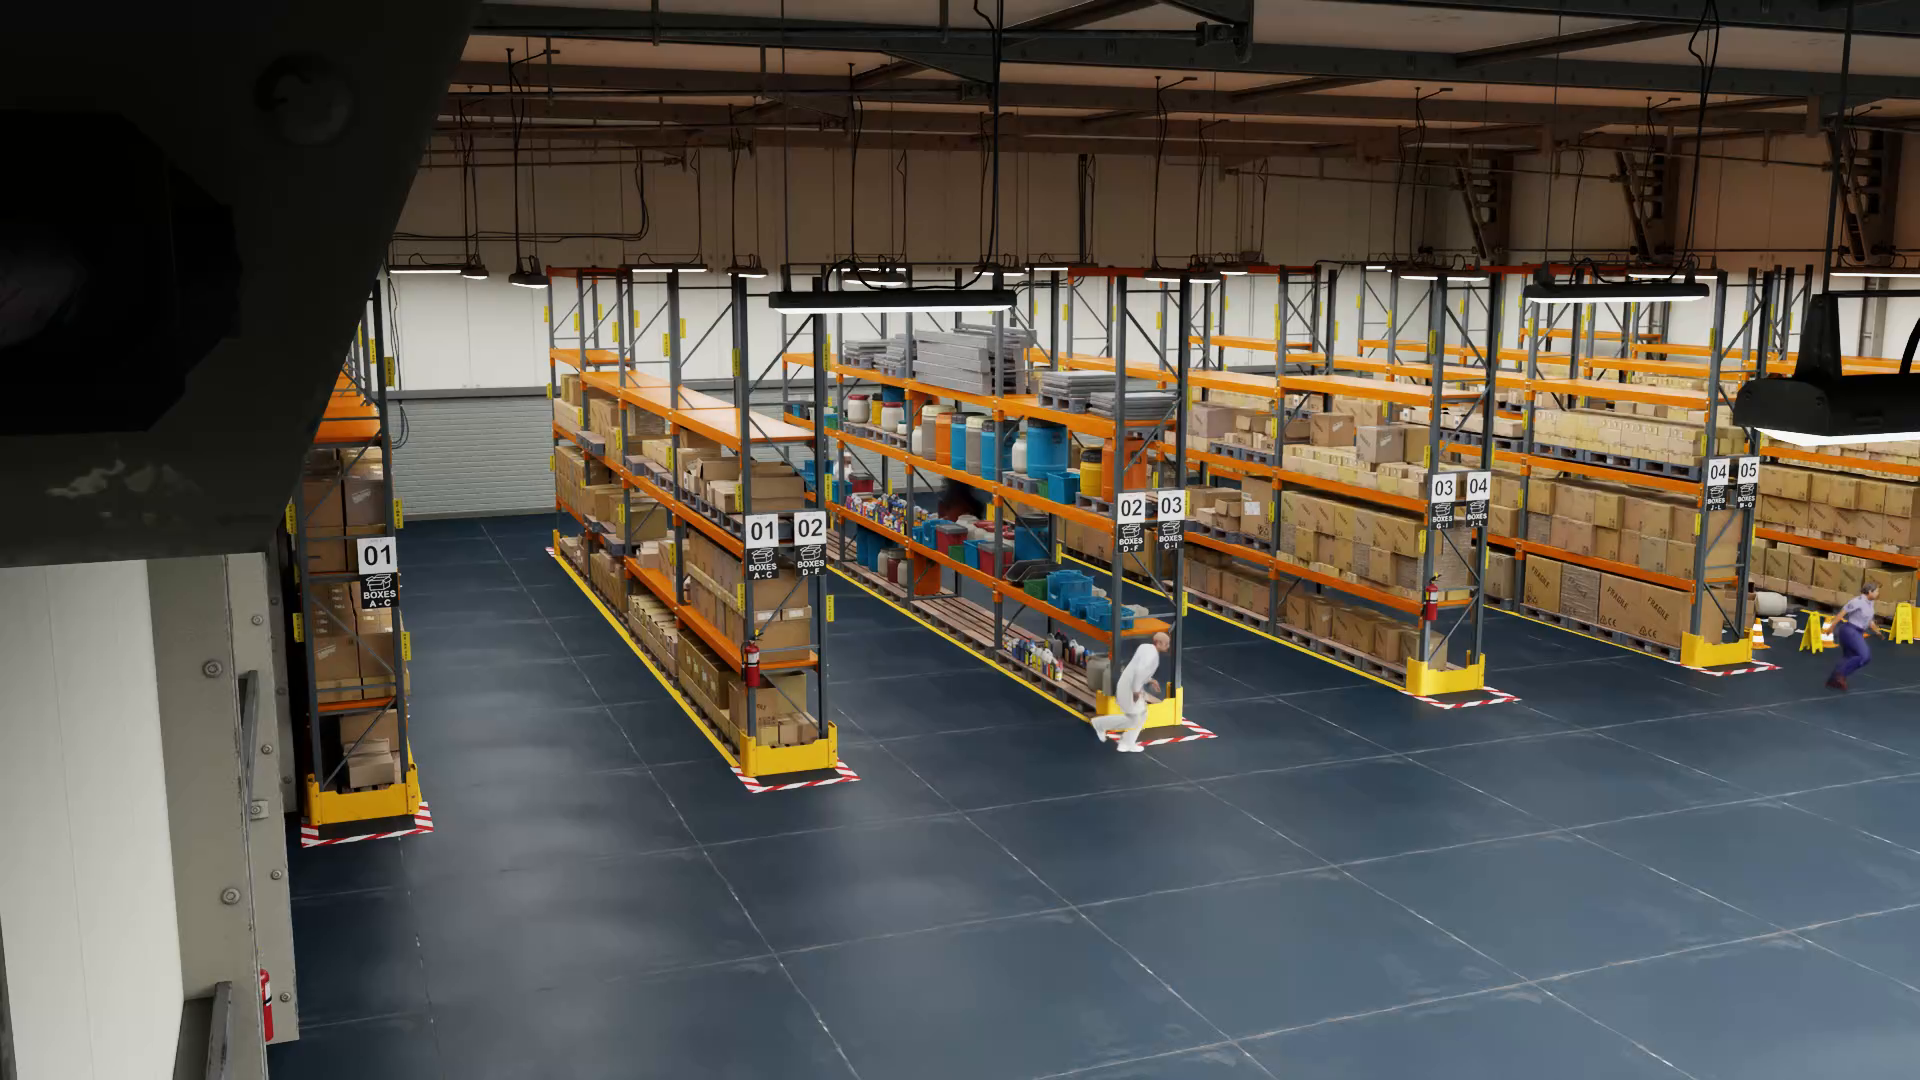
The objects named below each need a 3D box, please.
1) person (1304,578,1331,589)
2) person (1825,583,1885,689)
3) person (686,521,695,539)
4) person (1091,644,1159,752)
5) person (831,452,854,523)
[{"bbox_3d":[6.834,0.134,31.642,0.586,1.545,0.899,-5,11,-28],"label":"person"},{"bbox_3d":[12.994,1.389,24.127,0.720,1.584,0.613,8,13,39],"label":"person"},{"bbox_3d":[-5.057,-0.050,31.480,0.609,1.596,0.836,-3,10,-16],"label":"person"},{"bbox_3d":[2.086,2.018,21.079,0.844,1.414,0.727,0,10,2],"label":"person"},{"bbox_3d":[-2.762,-1.226,38.998,0.480,1.686,0.867,5,11,26],"label":"person"}]
